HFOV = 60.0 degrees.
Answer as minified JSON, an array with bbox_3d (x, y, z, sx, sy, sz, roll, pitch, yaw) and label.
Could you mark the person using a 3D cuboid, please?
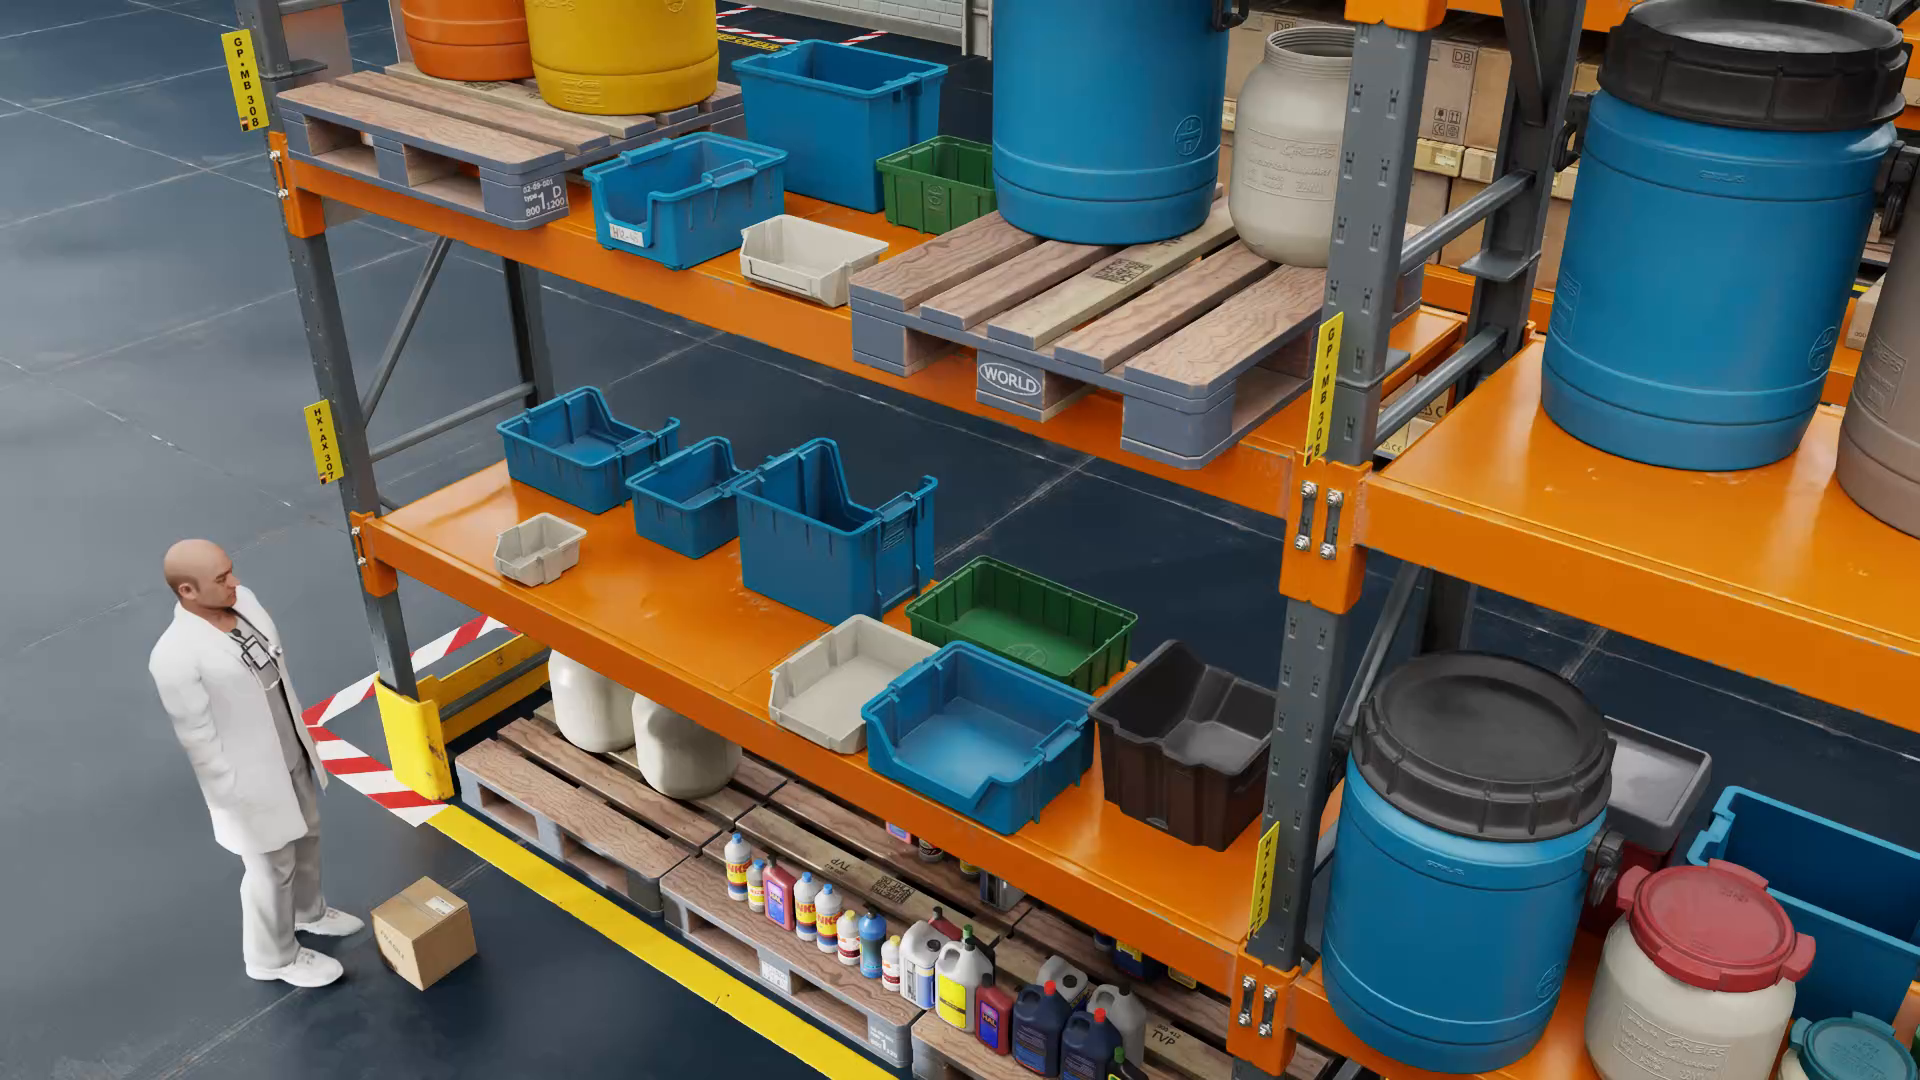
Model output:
[{"bbox_3d":[-2.459,0.785,5.845,0.413,1.804,0.563,3,31,6],"label":"person"}]
